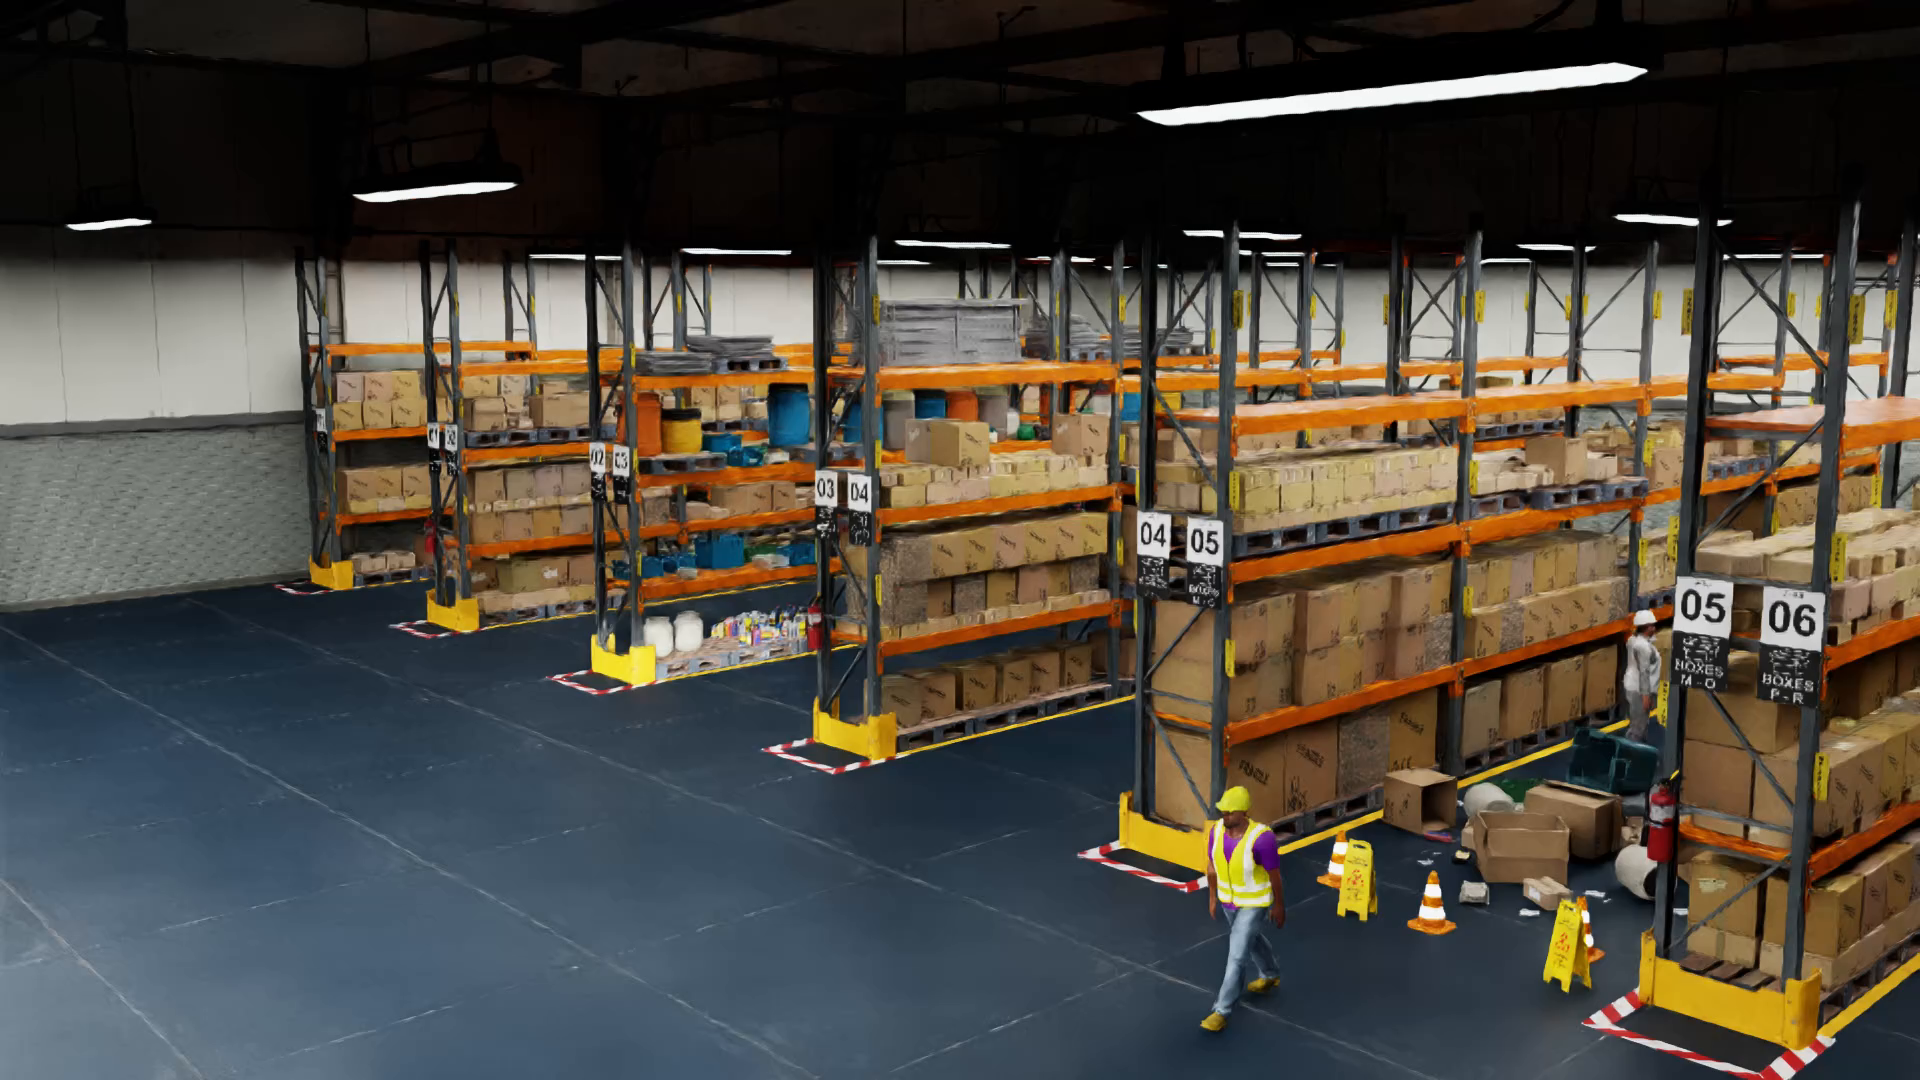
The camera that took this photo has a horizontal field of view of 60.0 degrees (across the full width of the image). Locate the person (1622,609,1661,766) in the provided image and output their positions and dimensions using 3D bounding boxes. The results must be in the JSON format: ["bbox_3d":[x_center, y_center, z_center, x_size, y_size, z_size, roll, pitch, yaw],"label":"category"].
[{"bbox_3d":[7.449,1.636,18.083,0.448,1.780,0.586,2,9,15],"label":"person"}]

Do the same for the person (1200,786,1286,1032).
[{"bbox_3d":[1.998,2.581,11.970,1.121,1.691,0.575,-7,11,-40],"label":"person"}]
